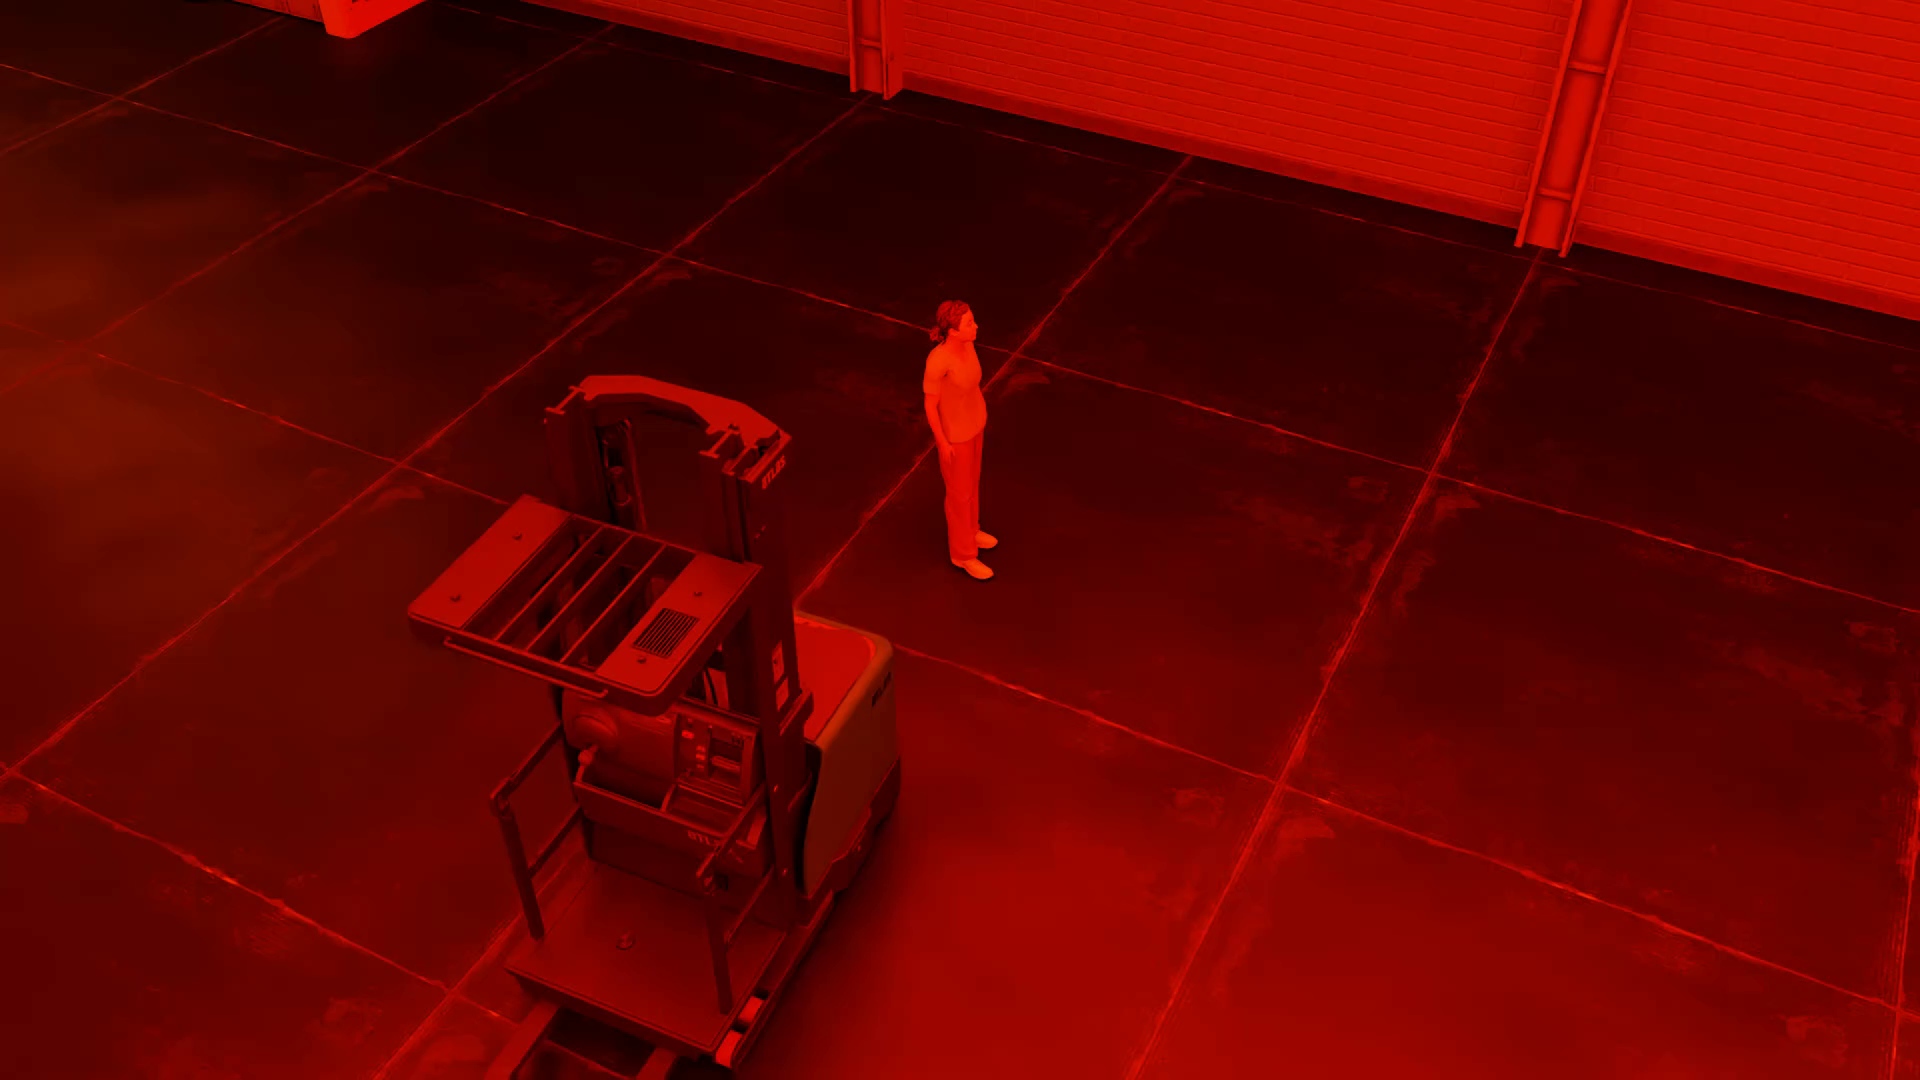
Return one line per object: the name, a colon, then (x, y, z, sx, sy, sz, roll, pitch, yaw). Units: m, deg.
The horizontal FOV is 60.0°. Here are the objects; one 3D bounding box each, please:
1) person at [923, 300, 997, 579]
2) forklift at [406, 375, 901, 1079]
person: (0.072, -0.608, 9.684, 0.521, 1.659, 0.553, 18, 43, 21)
forklift: (-1.363, 0.921, 6.892, 1.130, 2.935, 3.031, 16, 43, 18)
